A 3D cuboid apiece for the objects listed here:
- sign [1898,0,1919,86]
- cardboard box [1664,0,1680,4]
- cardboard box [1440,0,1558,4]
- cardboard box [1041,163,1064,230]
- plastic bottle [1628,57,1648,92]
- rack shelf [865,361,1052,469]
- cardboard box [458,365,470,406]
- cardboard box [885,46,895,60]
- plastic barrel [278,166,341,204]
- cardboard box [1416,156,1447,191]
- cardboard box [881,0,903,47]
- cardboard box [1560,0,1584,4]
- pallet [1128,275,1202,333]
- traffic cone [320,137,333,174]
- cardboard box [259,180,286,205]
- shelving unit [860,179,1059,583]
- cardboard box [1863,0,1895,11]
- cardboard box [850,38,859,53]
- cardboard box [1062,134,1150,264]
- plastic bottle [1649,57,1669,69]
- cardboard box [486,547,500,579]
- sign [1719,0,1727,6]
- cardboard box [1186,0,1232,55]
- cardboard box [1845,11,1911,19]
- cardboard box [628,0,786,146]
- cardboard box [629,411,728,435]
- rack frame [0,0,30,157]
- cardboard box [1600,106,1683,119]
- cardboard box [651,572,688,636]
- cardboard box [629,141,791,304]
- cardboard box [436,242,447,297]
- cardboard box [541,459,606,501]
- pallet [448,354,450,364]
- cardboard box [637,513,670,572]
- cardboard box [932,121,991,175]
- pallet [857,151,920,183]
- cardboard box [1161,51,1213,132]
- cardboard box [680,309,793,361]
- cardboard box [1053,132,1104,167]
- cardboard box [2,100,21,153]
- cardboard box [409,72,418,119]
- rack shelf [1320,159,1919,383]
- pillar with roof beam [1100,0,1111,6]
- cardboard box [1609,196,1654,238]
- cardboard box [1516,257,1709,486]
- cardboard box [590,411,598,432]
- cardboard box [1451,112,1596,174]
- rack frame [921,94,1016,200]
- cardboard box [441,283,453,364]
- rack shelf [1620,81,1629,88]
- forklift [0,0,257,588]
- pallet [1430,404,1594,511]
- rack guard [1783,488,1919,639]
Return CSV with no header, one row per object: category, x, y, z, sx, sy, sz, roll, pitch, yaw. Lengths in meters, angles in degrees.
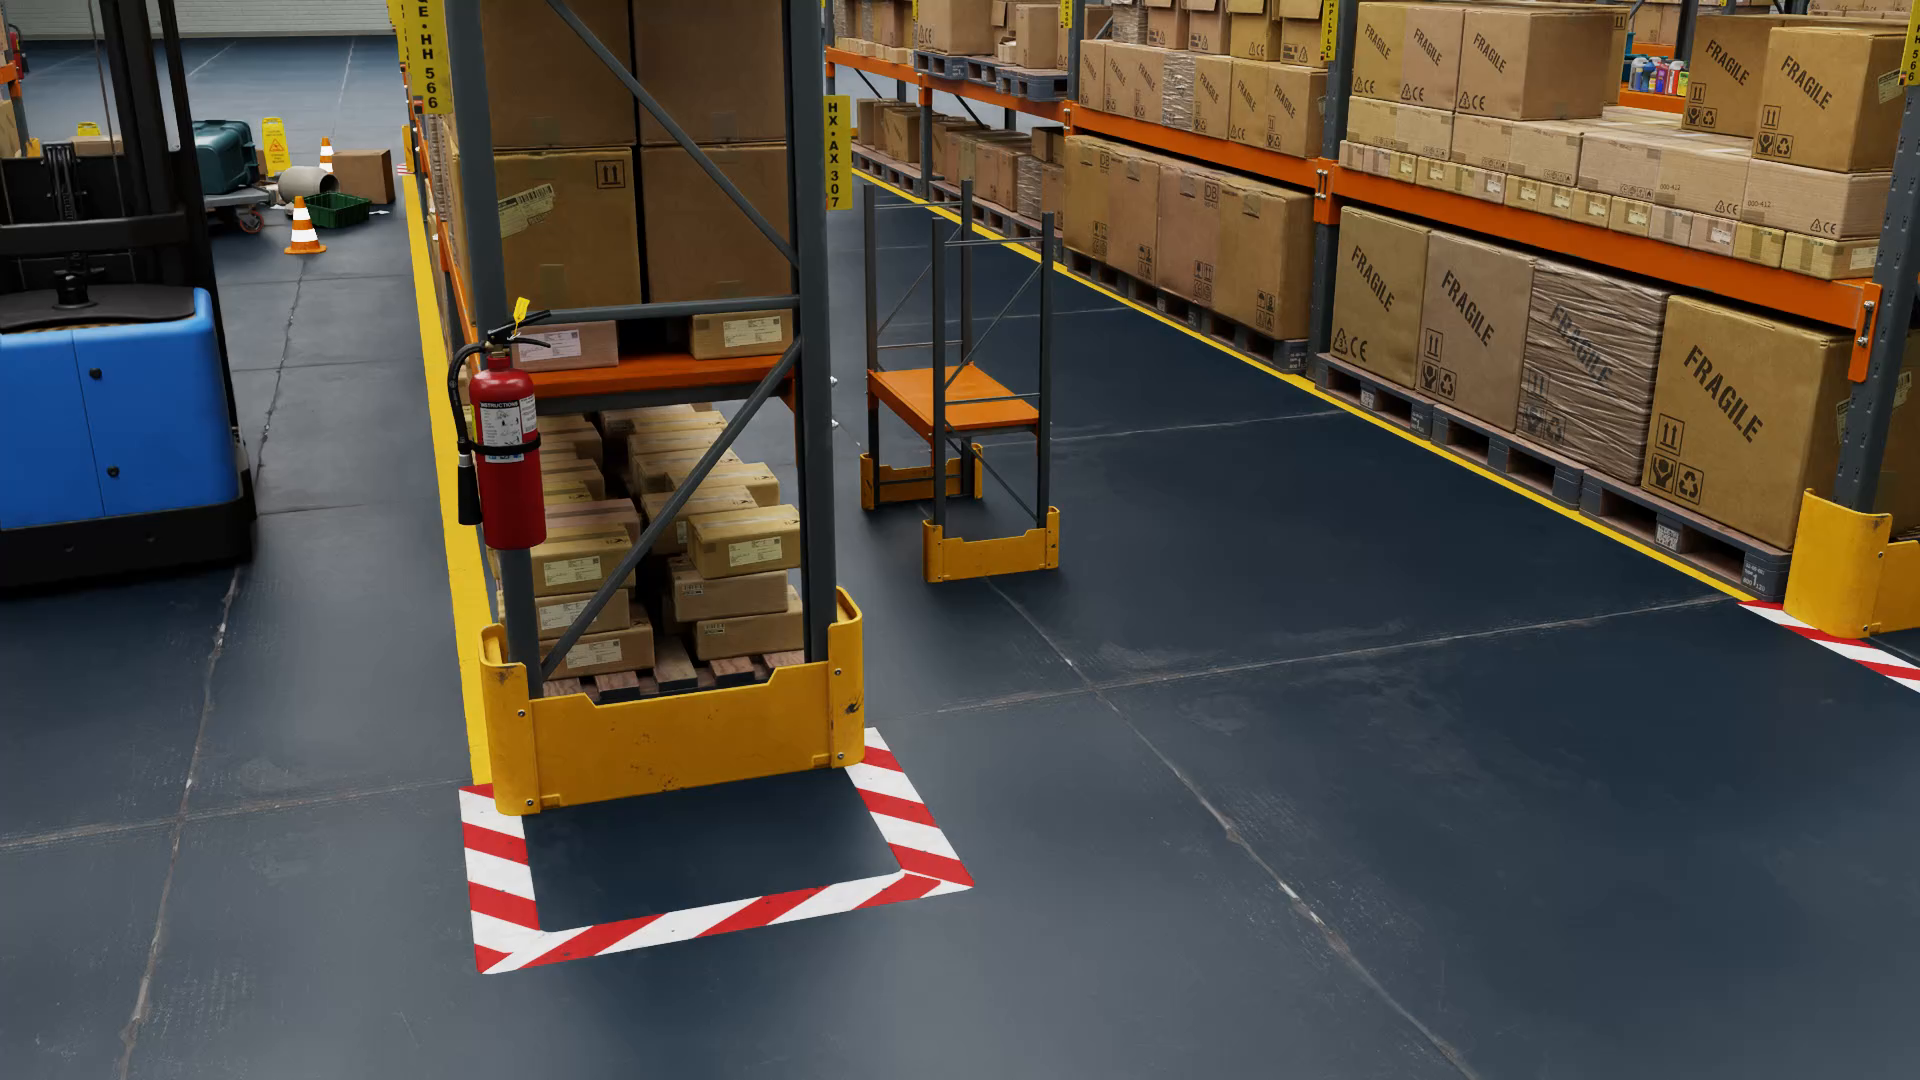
sign,3.342,-1.754,5.799,0.100,0.325,0.005,-6,21,-17
cardboard box,8.962,-6.717,20.574,0.380,0.149,0.250,-6,21,-17
cardboard box,3.003,-2.738,9.274,0.500,0.500,0.500,-6,21,-16
cardboard box,1.117,-2.962,14.271,0.700,0.500,0.500,-8,21,-20
plastic bottle,5.878,-4.013,14.334,0.152,0.276,0.135,-6,21,-17
rack shelf,-0.027,-0.564,7.300,0.538,0.185,1.000,-6,21,-17
cardboard box,-2.326,-0.785,8.322,0.380,0.149,0.250,-5,20,-15
cardboard box,-0.603,-5.328,18.183,0.380,0.149,0.250,-6,21,-17
plastic barrel,-6.463,-3.496,16.523,0.512,0.421,0.421,8,21,20
cardboard box,2.632,-1.933,8.732,0.380,0.149,0.250,-7,21,-19
cardboard box,-0.370,-5.654,18.132,0.875,0.500,0.500,-6,21,-17
cardboard box,8.542,-7.065,22.500,0.700,0.500,0.500,-6,21,-16
pallet,1.903,-1.754,11.987,1.003,0.211,1.213,-6,21,-17
traffic cone,-7.089,-4.276,18.636,0.336,0.463,0.334,-6,21,-17
cardboard box,-6.939,-3.576,16.981,0.396,0.266,0.258,-3,20,-8
shelving unit,-0.024,-0.730,7.231,0.587,1.500,1.083,-6,21,-17
cardboard box,13.106,-7.645,23.346,0.500,0.500,0.500,-7,21,-19
cardboard box,-1.081,-5.808,19.521,0.380,0.149,0.250,-6,21,-17
cardboard box,1.544,-2.692,12.996,1.225,0.875,0.875,-7,21,-20
plastic bottle,6.022,-4.029,14.379,0.152,0.276,0.135,-6,21,-17
cardboard box,-1.650,0.022,6.513,0.380,0.149,0.250,-7,21,-20
sign,8.969,-6.438,19.506,0.100,0.325,0.005,-6,21,-17
cardboard box,1.981,-3.577,11.306,0.797,0.503,0.637,-6,21,-15
cardboard box,10.044,-5.522,18.205,0.500,0.500,0.500,-6,21,-17
cardboard box,-0.768,-1.486,5.050,0.500,0.500,0.500,-7,21,-18
cardboard box,-1.154,-0.417,6.855,0.380,0.149,0.250,-6,21,-16
rack frame,-10.575,-5.232,17.547,1.000,3.000,0.127,-6,21,-17
cardboard box,3.318,-2.060,8.498,0.500,0.250,0.500,-6,21,-16
cardboard box,-0.900,0.210,5.990,0.380,0.149,0.250,-6,21,-17
cardboard box,-0.758,-1.017,5.222,0.500,0.500,0.500,-5,20,-15
cardboard box,-2.610,-1.526,9.195,0.500,0.250,0.500,-7,21,-19
cardboard box,-1.534,-0.181,6.200,0.380,0.149,0.250,-7,21,-19
pallet,-2.382,-0.877,9.547,1.003,0.211,1.213,-6,21,-17
cardboard box,-0.993,-0.011,6.165,0.380,0.149,0.250,-6,21,-17
cardboard box,0.002,-4.156,17.625,0.500,0.500,0.500,-7,21,-19
pallet,-0.542,-4.293,19.057,1.003,0.211,1.213,-6,21,-17
cardboard box,1.725,-3.090,11.435,0.500,0.500,0.500,-6,21,-17
cardboard box,-0.670,-0.677,5.235,0.380,0.149,0.250,-7,21,-18
cardboard box,1.108,-3.313,14.142,0.500,0.250,0.500,-6,20,-15
cardboard box,-10.076,-4.260,17.175,0.500,0.500,0.500,-6,21,-17
cardboard box,-3.790,-3.387,12.260,0.500,0.500,0.500,-6,21,-17
rack shelf,3.233,-1.454,8.092,1.077,0.370,4.000,-6,21,-17
pillar with roof beam,0.464,-19.725,49.020,9.100,9.000,0.400,-6,21,-17
cardboard box,3.114,-1.439,7.358,0.380,0.149,0.250,-7,21,-18
cardboard box,3.298,-0.837,7.832,0.875,0.875,0.875,-6,21,-17
cardboard box,-1.552,-0.608,7.828,0.380,0.149,0.250,-6,21,-17
cardboard box,2.823,-1.999,8.328,0.500,0.250,0.500,-6,21,-16
rack frame,0.090,-5.002,16.904,1.000,3.000,0.127,-6,21,-17
cardboard box,-2.608,-1.172,9.318,0.500,0.500,0.500,-7,21,-18
rack shelf,5.420,-4.548,16.704,1.077,0.370,4.000,-6,21,-17
forklift,-4.086,-1.643,7.656,1.130,2.935,3.031,-9,21,-23
pallet,3.156,-0.478,8.434,1.003,0.211,1.213,-6,21,-17
rack guard,3.869,0.033,6.584,1.175,0.500,0.348,-6,21,-17
